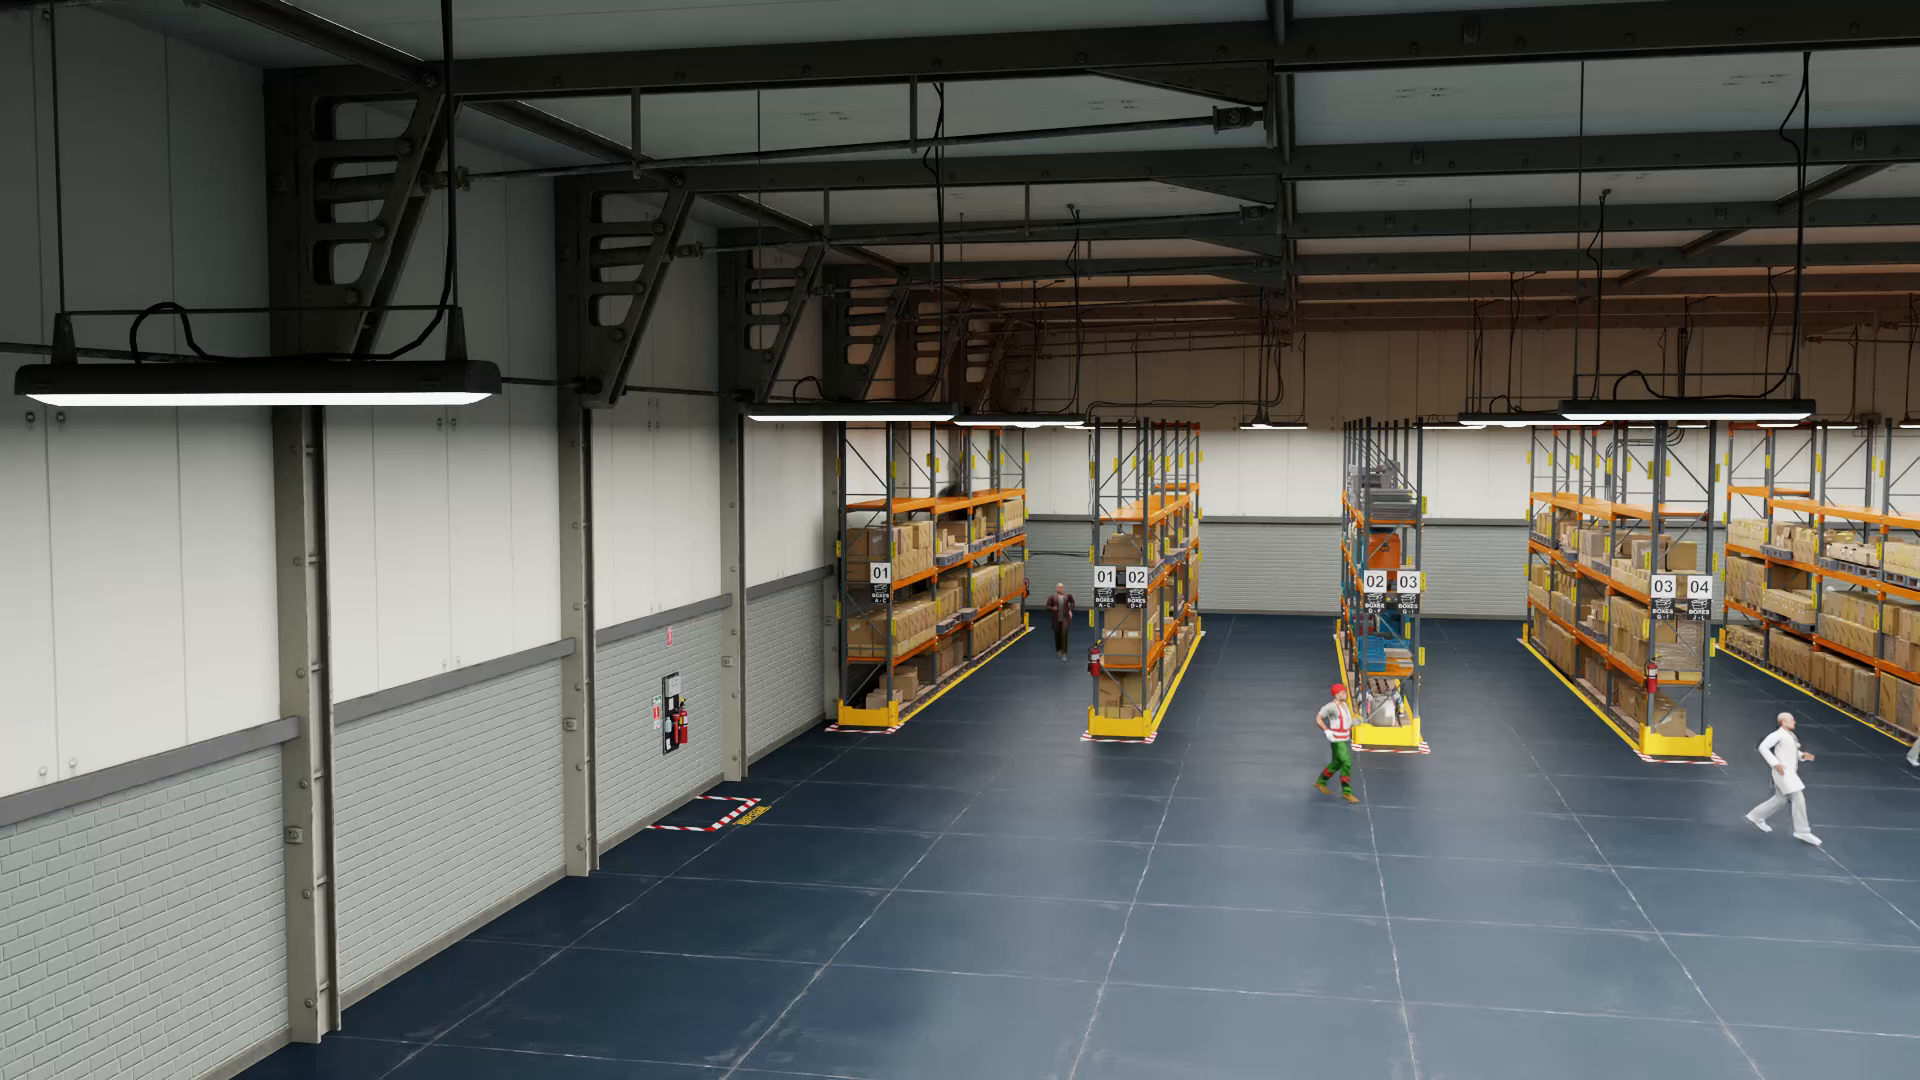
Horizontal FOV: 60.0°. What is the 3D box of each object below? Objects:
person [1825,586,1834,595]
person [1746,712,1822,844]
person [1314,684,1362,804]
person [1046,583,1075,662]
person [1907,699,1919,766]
[{"bbox_3d":[22.088,2.076,42.277,0.672,1.805,0.848,1,4,9],"label":"person"},{"bbox_3d":[11.594,3.311,23.364,1.003,1.779,0.724,3,5,37],"label":"person"},{"bbox_3d":[5.878,3.140,25.857,0.814,1.824,0.640,3,5,36],"label":"person"},{"bbox_3d":[2.396,1.950,39.791,0.697,1.843,0.902,0,4,3],"label":"person"},{"bbox_3d":[16.384,3.070,28.076,0.584,1.731,0.775,-1,4,-16],"label":"person"}]
